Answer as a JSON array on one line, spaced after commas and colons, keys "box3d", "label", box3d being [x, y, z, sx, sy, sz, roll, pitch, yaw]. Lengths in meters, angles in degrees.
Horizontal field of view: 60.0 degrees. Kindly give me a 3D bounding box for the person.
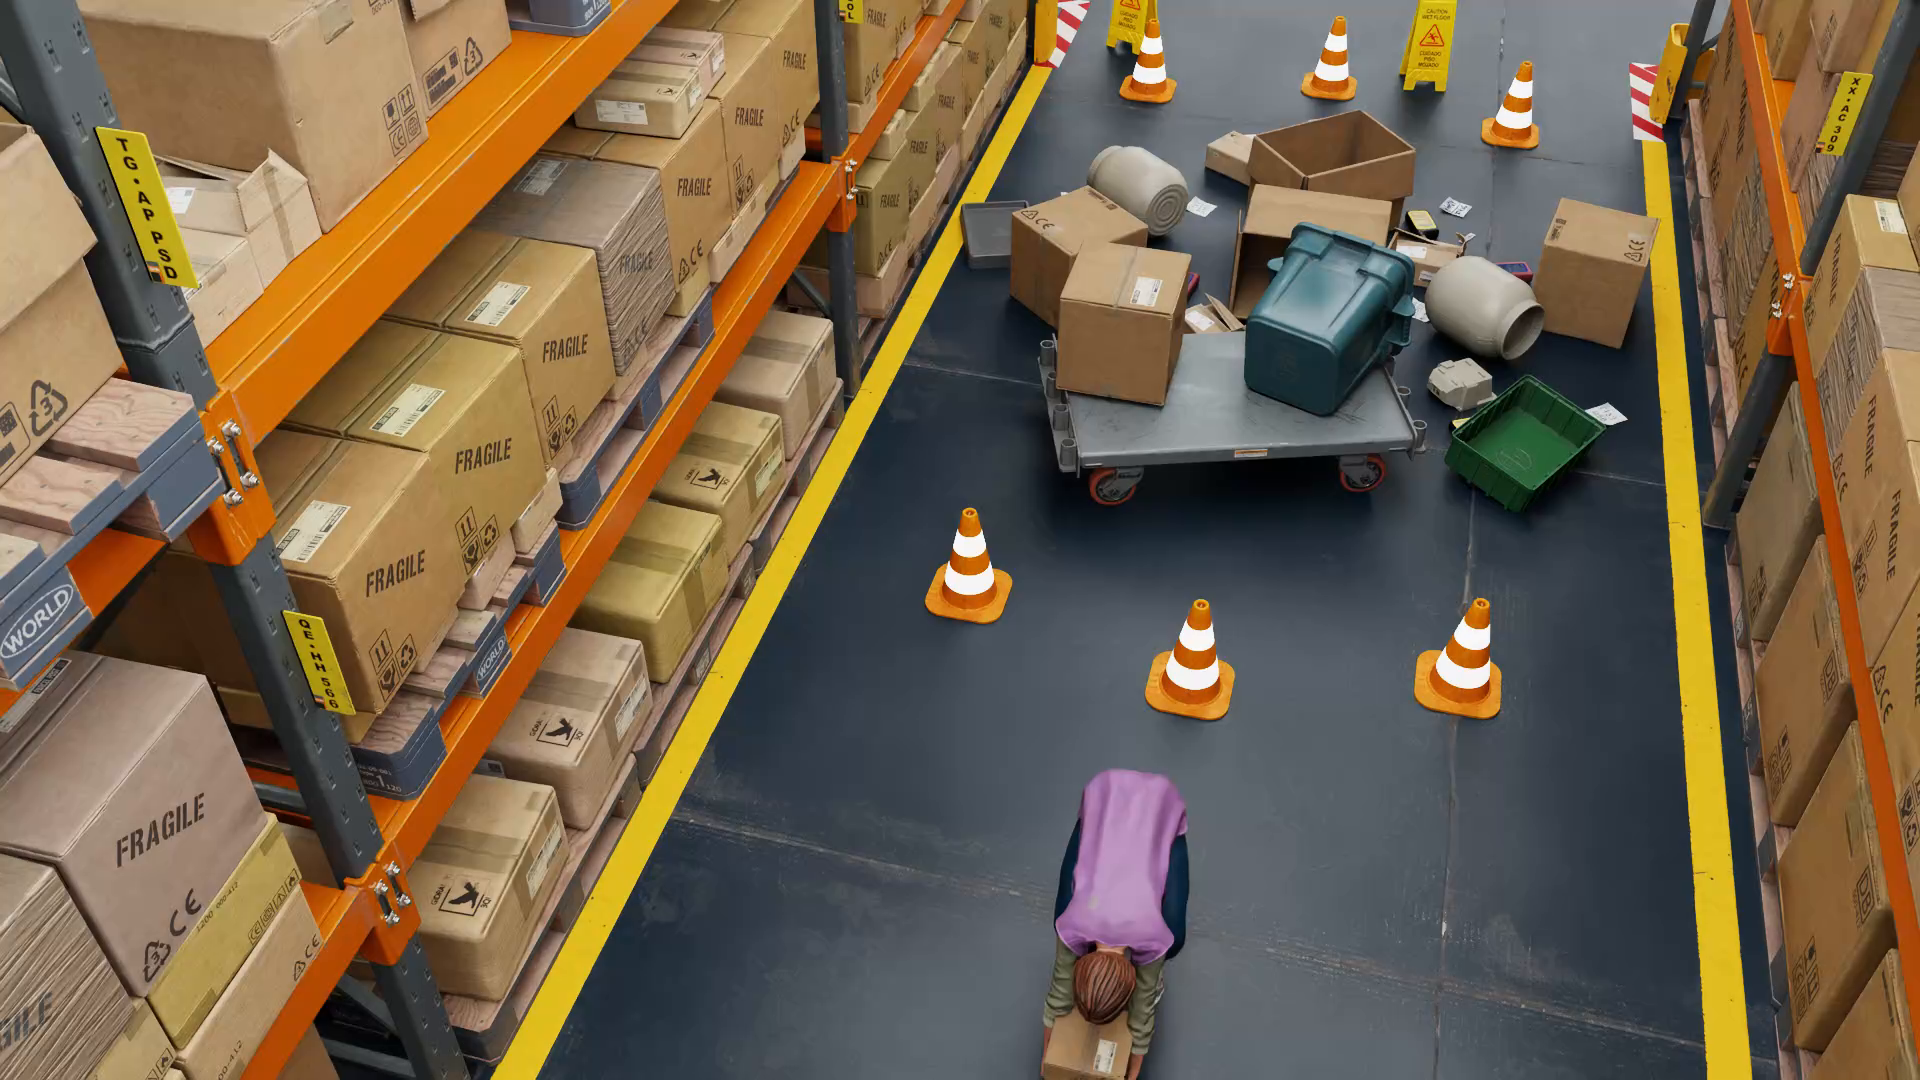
[{"box3d": [0.507, 1.247, 5.316, 0.423, 0.860, 0.853, 8, 42, 9], "label": "person"}]
